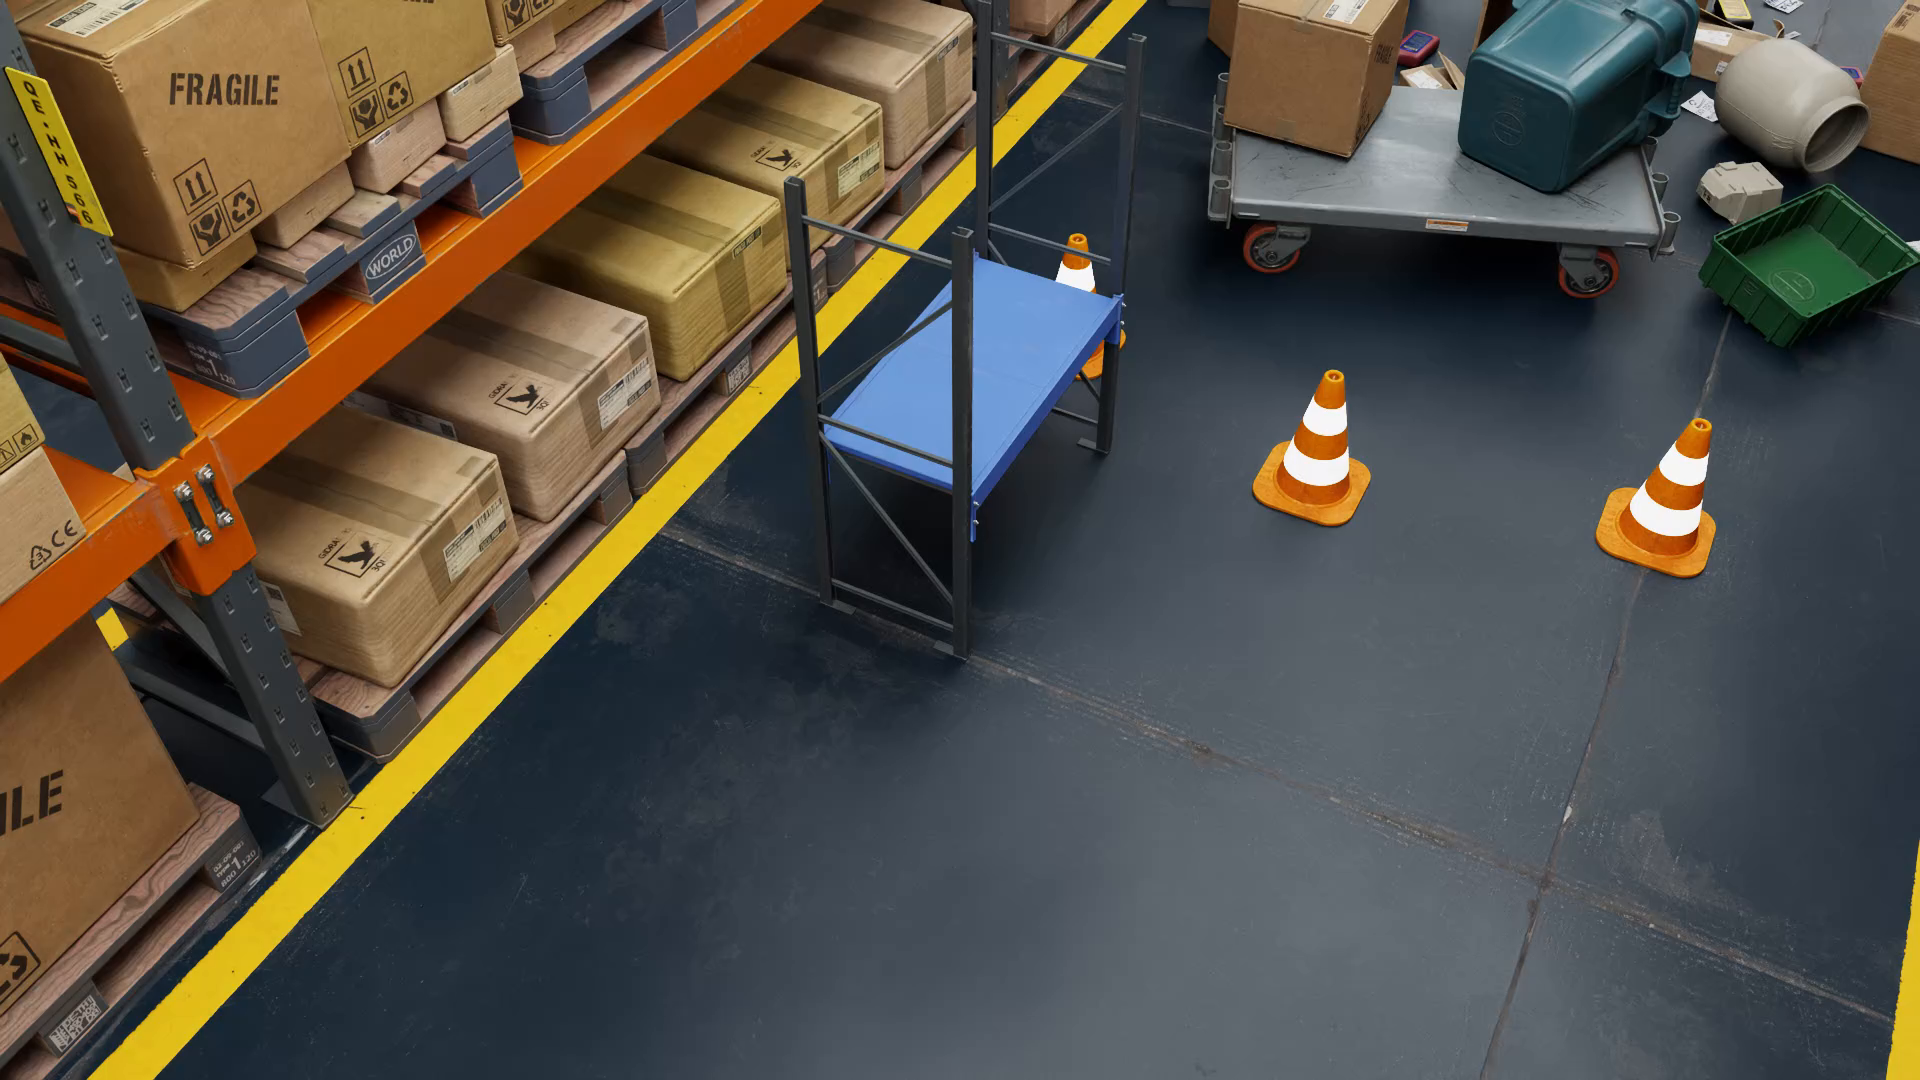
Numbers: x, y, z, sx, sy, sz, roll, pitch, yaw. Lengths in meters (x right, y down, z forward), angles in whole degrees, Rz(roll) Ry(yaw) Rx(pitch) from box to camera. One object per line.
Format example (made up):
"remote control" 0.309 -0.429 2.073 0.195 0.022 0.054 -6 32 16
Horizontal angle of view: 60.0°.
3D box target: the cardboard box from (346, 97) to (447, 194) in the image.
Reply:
"cardboard box" -1.481 -1.000 4.011 0.380 0.149 0.250 17 48 17

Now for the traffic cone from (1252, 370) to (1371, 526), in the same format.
"traffic cone" 1.147 -0.345 5.266 0.336 0.463 0.334 20 49 19

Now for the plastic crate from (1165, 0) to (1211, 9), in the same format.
"plastic crate" 1.187 -2.685 7.848 0.402 0.080 0.583 5 46 5

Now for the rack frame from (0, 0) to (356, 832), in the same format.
"rack frame" -2.125 -0.473 3.609 1.000 3.000 0.127 20 49 19

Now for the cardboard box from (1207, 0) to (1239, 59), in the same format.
"cardboard box" 1.434 -2.341 7.211 0.500 0.500 0.500 -16 48 -15

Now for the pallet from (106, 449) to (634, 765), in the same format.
"pallet" -1.761 0.015 5.087 1.003 0.211 1.213 20 49 19

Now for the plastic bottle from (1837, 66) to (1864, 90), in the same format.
"plastic bottle" 3.738 -1.994 7.177 0.283 0.061 0.133 5 46 5

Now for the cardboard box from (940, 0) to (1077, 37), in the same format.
"cardboard box" 0.245 -2.457 7.207 0.500 0.250 0.500 18 48 17

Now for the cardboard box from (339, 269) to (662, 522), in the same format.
"cardboard box" -1.518 -0.517 5.205 0.950 0.372 0.625 20 49 18

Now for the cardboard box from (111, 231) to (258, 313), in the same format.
"cardboard box" -1.809 -0.676 3.690 0.380 0.149 0.250 18 48 17

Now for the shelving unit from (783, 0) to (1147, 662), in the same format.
"shelving unit" 0.040 -0.581 4.770 0.538 1.500 1.048 20 49 19

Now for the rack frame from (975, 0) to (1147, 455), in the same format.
"rack frame" 0.276 -0.901 5.086 0.500 1.500 0.032 20 49 19

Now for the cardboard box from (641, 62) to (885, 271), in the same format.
"cardboard box" -0.840 -1.432 6.108 0.950 0.372 0.625 23 50 21

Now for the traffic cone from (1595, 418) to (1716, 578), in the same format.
"traffic cone" 2.203 -0.185 5.107 0.336 0.463 0.334 20 49 19

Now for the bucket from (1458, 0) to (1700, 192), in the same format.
"bucket" 2.184 -1.653 6.008 0.620 0.611 0.726 -39 56 -20

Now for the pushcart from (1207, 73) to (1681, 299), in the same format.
"pushcart" 1.774 -1.350 6.319 1.648 0.377 0.936 5 46 5

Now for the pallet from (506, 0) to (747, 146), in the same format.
"pallet" -1.242 -1.666 4.923 1.003 0.211 1.213 20 49 19

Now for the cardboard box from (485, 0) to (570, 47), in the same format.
"cardboard box" -1.235 -1.635 4.182 0.500 0.500 0.500 21 49 20

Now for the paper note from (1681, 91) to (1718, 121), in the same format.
"paper note" 3.173 -1.836 7.048 0.155 0.023 0.172 -33 54 -28

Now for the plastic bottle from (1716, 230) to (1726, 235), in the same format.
"plastic bottle" 2.955 -1.062 6.257 0.133 0.061 0.283 -2 45 -2

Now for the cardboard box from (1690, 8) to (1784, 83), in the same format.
"cardboard box" 3.330 -2.152 7.191 0.396 0.266 0.258 29 52 25

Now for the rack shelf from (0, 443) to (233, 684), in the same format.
"rack shelf" -3.053 1.039 2.619 1.077 0.370 4.000 20 49 19

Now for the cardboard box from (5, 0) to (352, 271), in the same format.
"cardboard box" -1.711 -0.968 3.523 0.500 0.500 0.500 19 48 18

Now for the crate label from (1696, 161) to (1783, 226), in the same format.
"crate label" 3.054 -1.366 6.504 0.298 0.136 0.250 -9 46 -9

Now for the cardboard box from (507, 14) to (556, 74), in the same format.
"cardboard box" -1.292 -1.344 4.351 0.380 0.149 0.250 23 50 21

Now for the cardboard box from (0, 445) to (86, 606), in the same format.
"cardboard box" -2.130 -0.016 3.263 0.500 0.250 0.500 19 48 18

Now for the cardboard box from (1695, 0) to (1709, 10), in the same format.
"cardboard box" 3.016 -2.693 7.558 0.797 0.503 0.637 -9 46 -9

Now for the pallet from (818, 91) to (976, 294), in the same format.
"pallet" -0.628 -1.522 6.606 1.003 0.211 1.213 20 49 19

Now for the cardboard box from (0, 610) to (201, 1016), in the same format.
"cardboard box" -2.519 0.534 3.812 0.875 0.875 0.875 20 49 19

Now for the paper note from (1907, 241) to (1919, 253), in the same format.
"paper note" 3.673 -1.102 6.317 0.147 0.020 0.142 -9 46 -9
